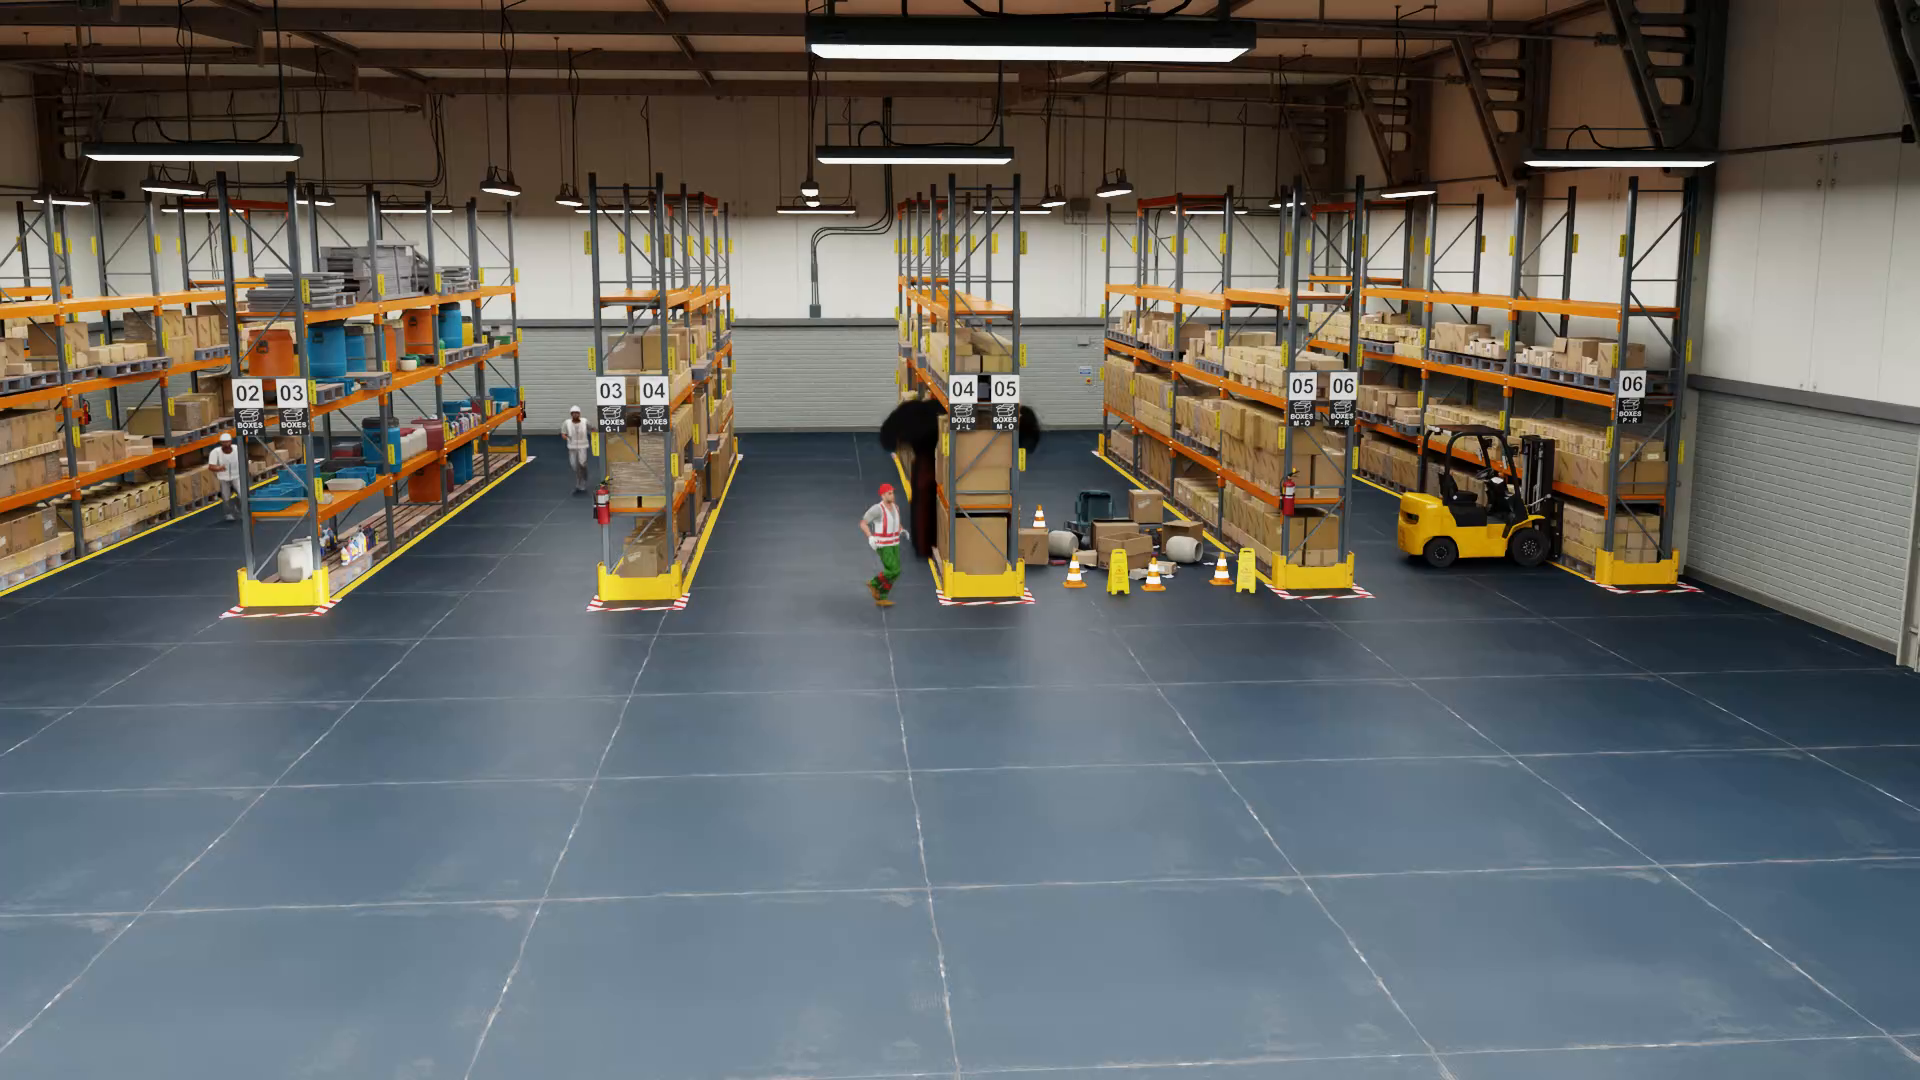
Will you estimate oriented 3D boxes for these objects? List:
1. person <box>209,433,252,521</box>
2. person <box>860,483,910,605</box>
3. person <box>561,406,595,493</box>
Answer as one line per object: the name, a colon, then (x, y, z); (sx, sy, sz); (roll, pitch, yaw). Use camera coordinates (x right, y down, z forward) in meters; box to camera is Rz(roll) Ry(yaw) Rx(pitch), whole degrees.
person: (-13.275, -1.136, 30.274); (0.731, 1.663, 0.927); (-6, 11, -29)
person: (-0.997, 0.076, 23.260); (0.590, 1.738, 0.655); (8, 13, 37)
person: (-7.848, -1.867, 34.167); (0.654, 1.784, 0.797); (-1, 10, -5)
